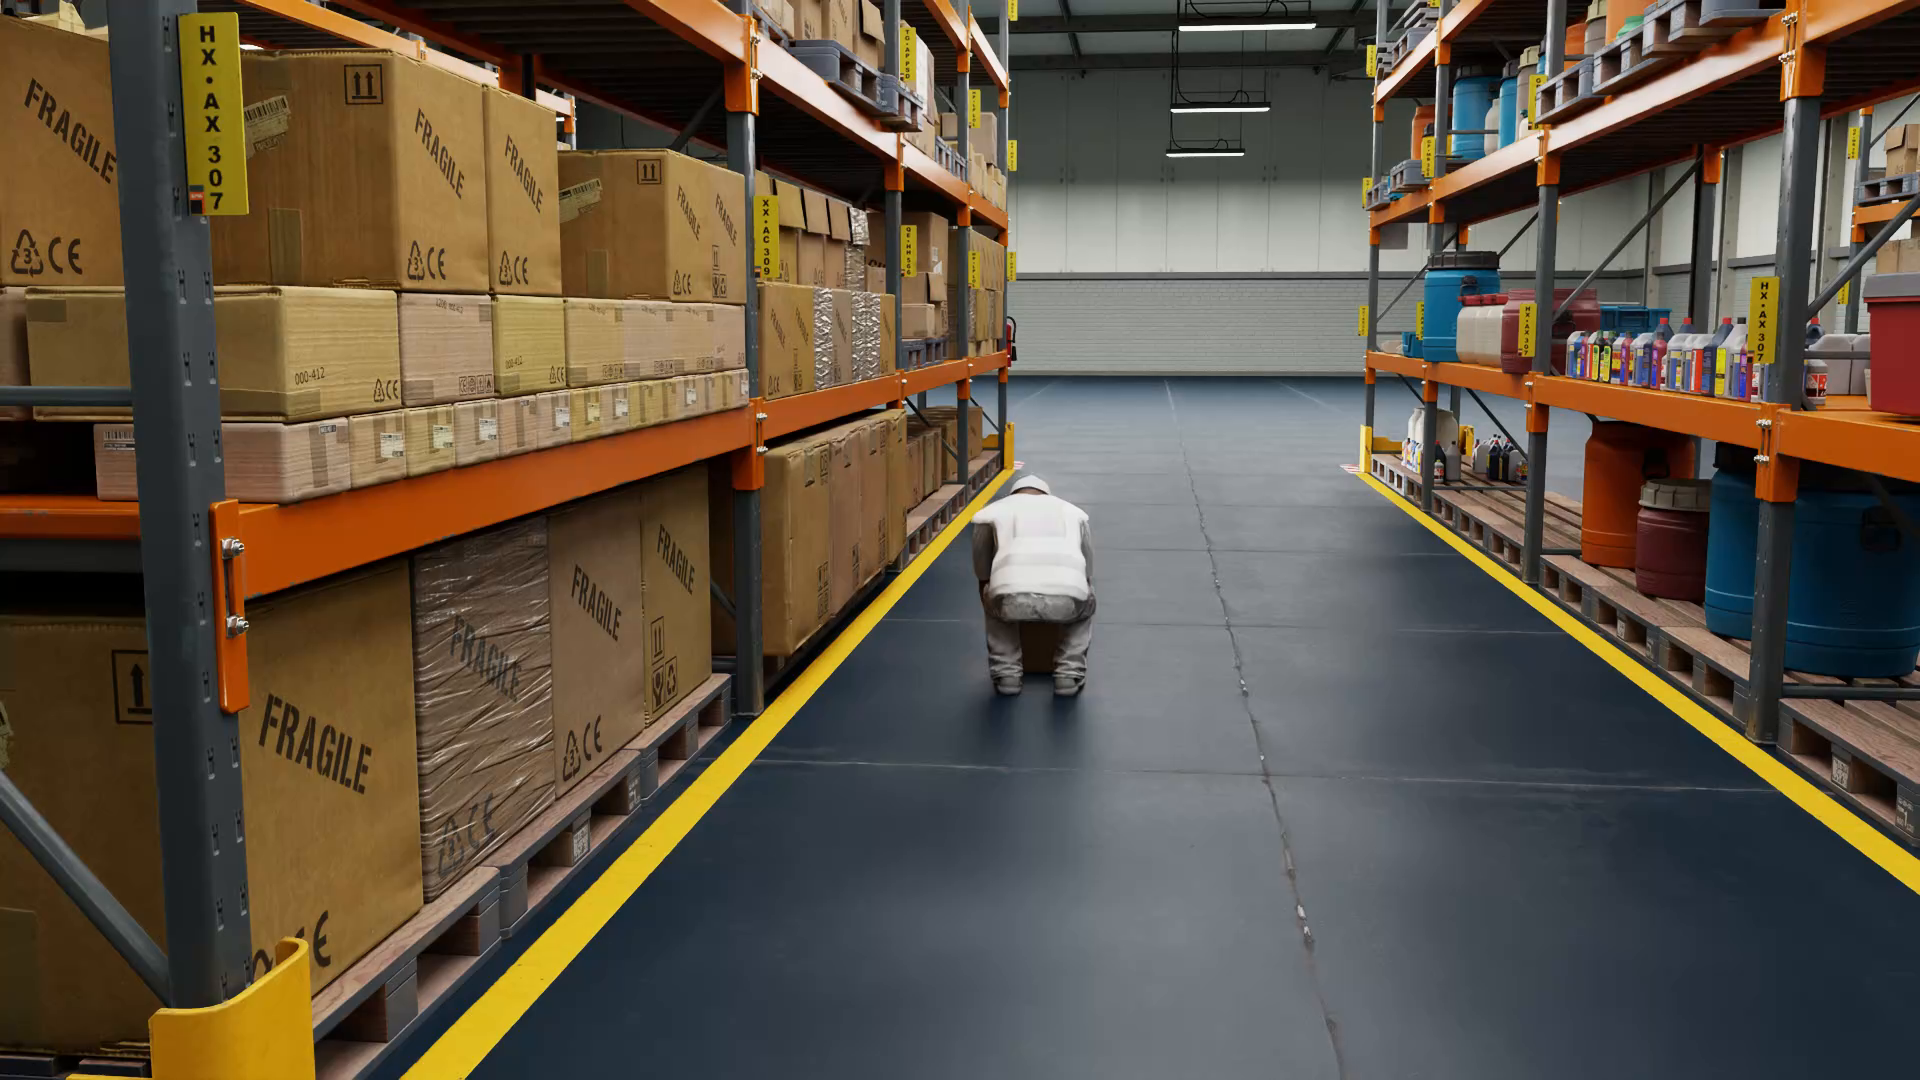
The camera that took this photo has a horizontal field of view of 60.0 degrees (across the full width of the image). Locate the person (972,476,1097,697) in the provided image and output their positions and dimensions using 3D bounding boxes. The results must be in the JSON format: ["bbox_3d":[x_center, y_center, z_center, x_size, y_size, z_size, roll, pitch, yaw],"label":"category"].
[{"bbox_3d":[0.333,0.199,7.527,0.577,0.921,0.911,1,8,6],"label":"person"}]
